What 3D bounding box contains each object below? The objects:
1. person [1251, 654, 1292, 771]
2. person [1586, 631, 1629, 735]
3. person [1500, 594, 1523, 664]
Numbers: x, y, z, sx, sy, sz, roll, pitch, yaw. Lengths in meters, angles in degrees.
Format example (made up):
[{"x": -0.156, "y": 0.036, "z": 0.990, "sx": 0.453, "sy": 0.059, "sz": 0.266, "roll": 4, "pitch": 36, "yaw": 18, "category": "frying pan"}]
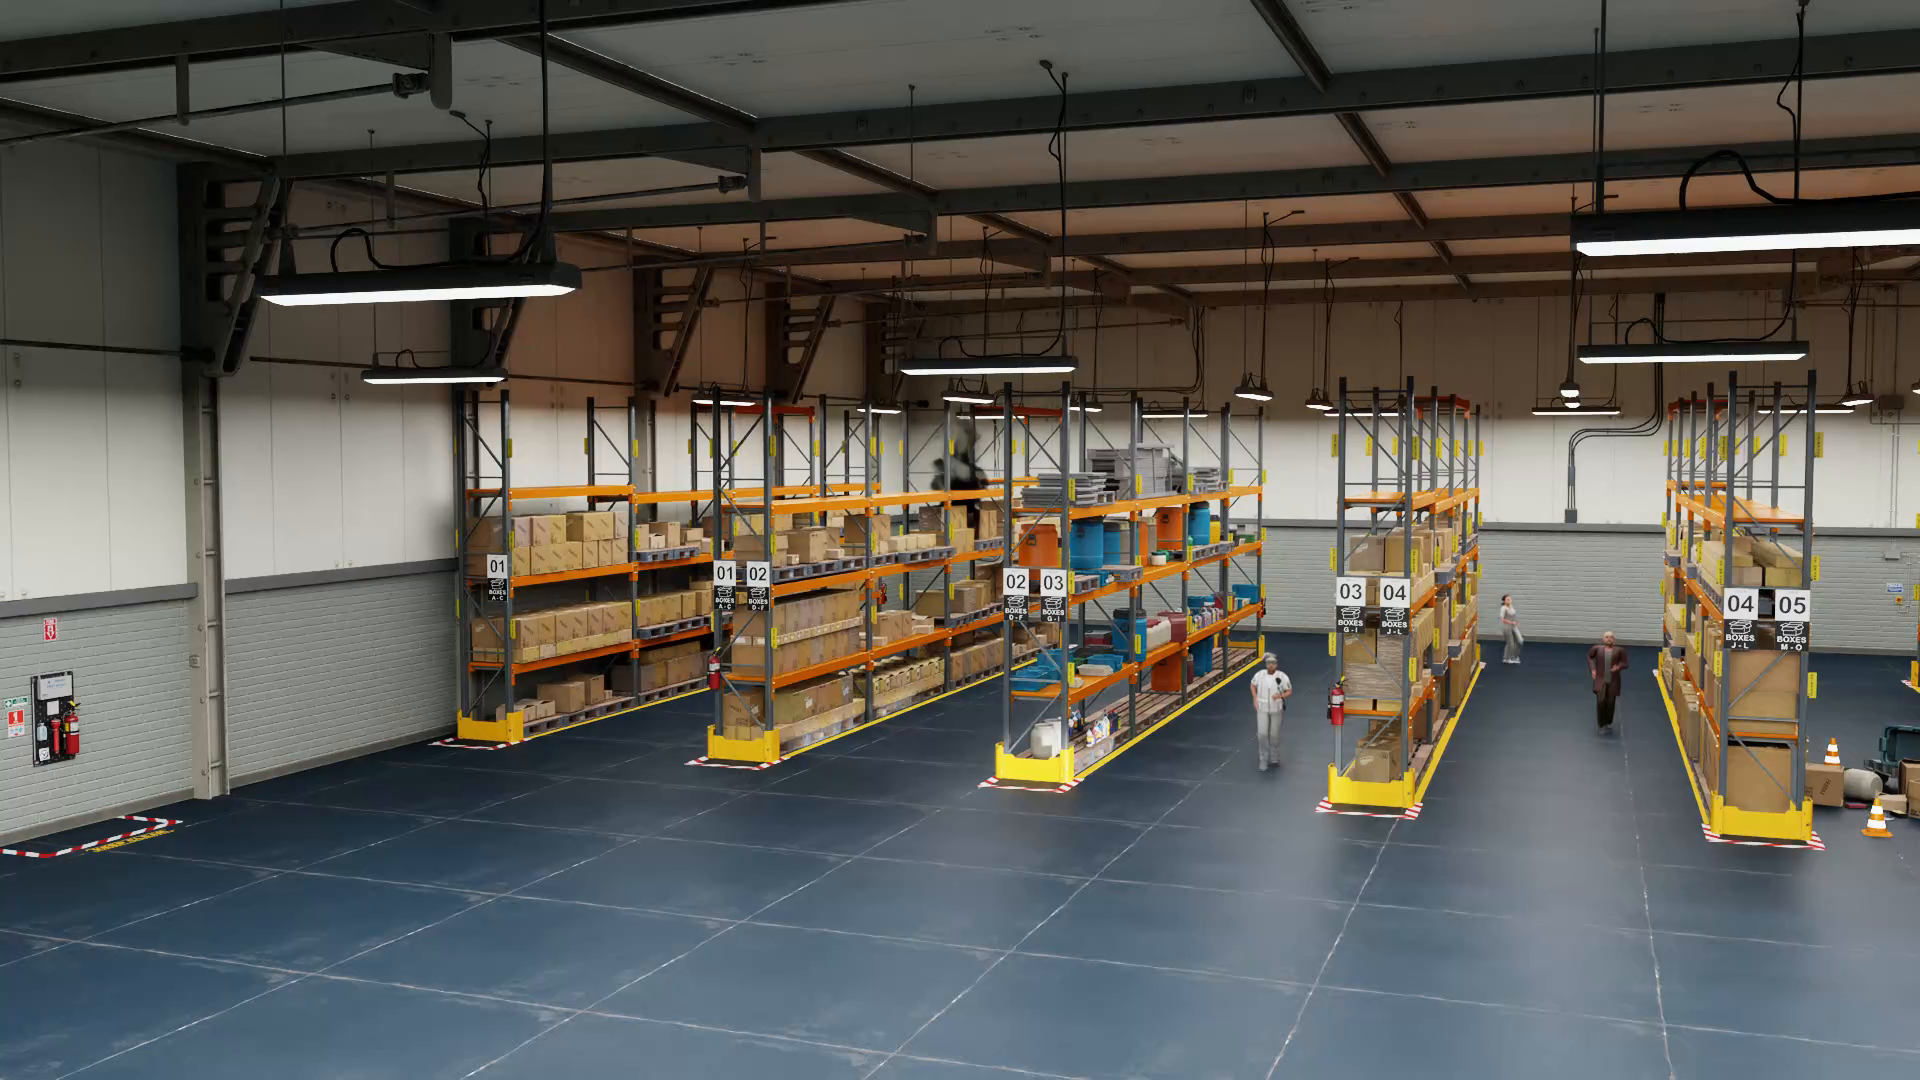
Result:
[{"x": 4.873, "y": 2.695, "z": 26.085, "sx": 0.653, "sy": 1.853, "sz": 0.708, "roll": 1, "pitch": 3, "yaw": 14, "category": "person"}, {"x": 11.371, "y": 2.528, "z": 29.222, "sx": 0.692, "sy": 1.850, "sz": 0.744, "roll": 1, "pitch": 3, "yaw": 19, "category": "person"}, {"x": 12.728, "y": 2.073, "z": 38.504, "sx": 0.610, "sy": 1.644, "sz": 0.584, "roll": -2, "pitch": 4, "yaw": -28, "category": "person"}]
